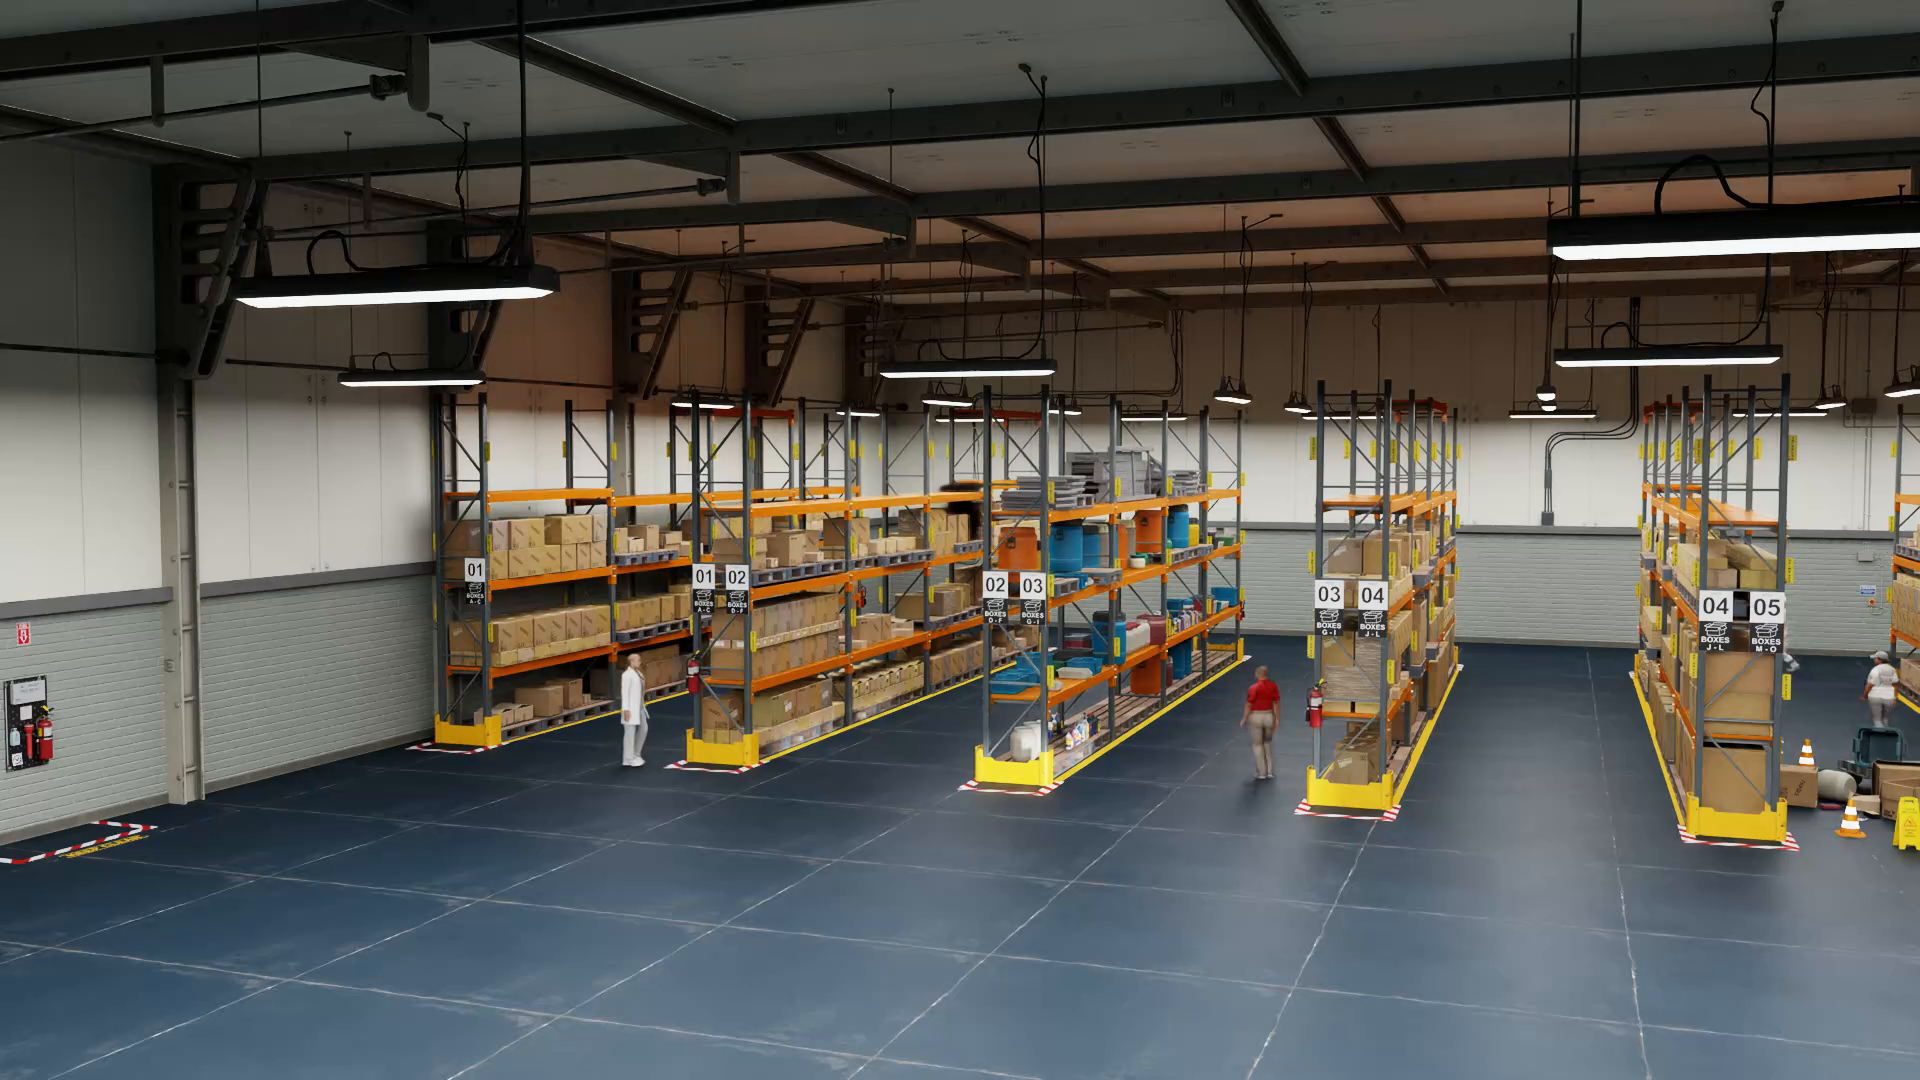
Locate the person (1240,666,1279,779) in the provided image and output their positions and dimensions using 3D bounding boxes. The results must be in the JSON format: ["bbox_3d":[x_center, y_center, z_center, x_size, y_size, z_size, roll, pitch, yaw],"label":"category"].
[{"bbox_3d":[4.604,2.819,25.439,0.569,1.808,0.544,-1,3,-15],"label":"person"}]

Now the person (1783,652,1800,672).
[{"bbox_3d":[18.308,2.140,37.333,1.013,1.752,0.576,1,3,15],"label":"person"}]

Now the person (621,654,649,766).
[{"bbox_3d":[-5.222,2.716,26.527,0.438,1.811,0.685,1,3,11],"label":"person"}]

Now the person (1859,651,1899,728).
[{"bbox_3d":[15.405,2.680,27.866,0.559,1.661,0.822,1,3,10],"label":"person"}]
